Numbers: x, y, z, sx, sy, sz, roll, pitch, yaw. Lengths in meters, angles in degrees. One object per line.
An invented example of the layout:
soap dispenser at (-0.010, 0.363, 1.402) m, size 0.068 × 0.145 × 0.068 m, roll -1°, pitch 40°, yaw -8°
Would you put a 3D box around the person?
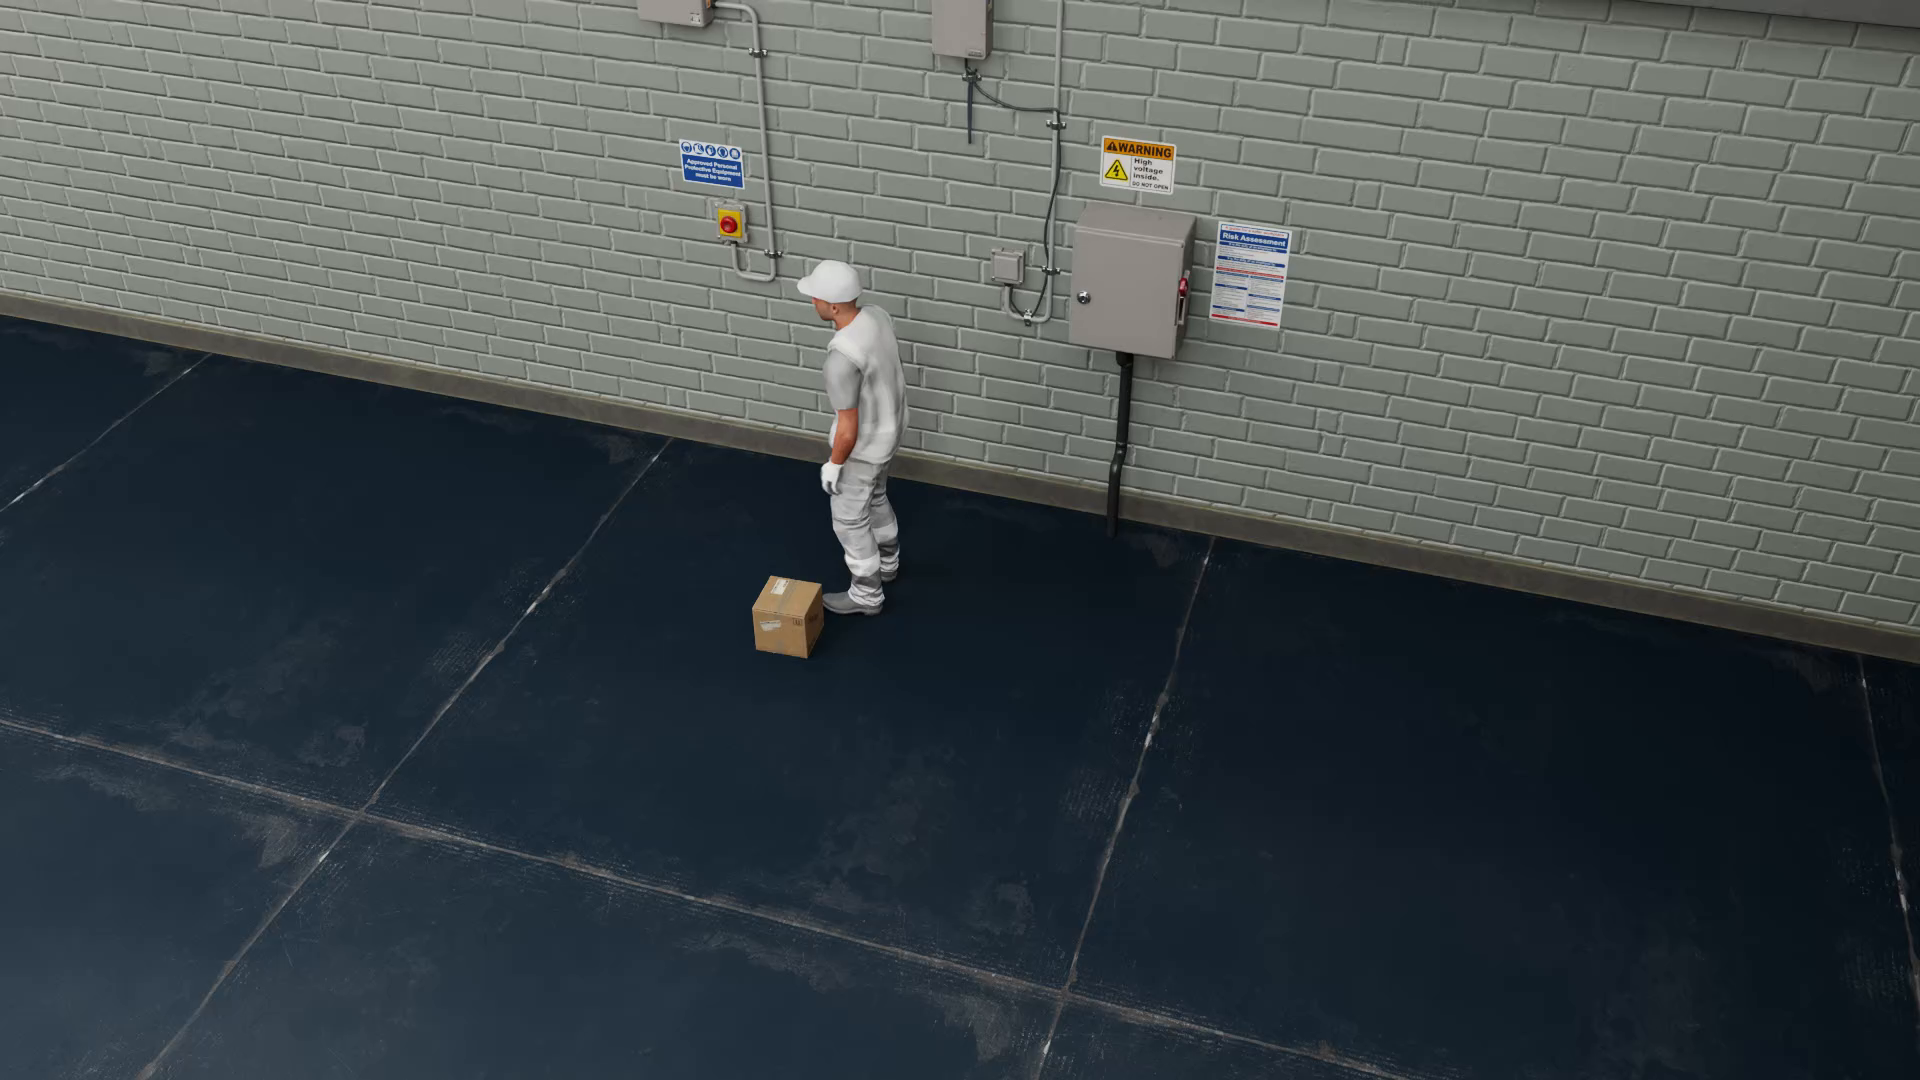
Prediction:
person at (-0.462, -0.457, 7.492) m, size 0.451 × 1.779 × 0.597 m, roll 11°, pitch 38°, yaw 14°
